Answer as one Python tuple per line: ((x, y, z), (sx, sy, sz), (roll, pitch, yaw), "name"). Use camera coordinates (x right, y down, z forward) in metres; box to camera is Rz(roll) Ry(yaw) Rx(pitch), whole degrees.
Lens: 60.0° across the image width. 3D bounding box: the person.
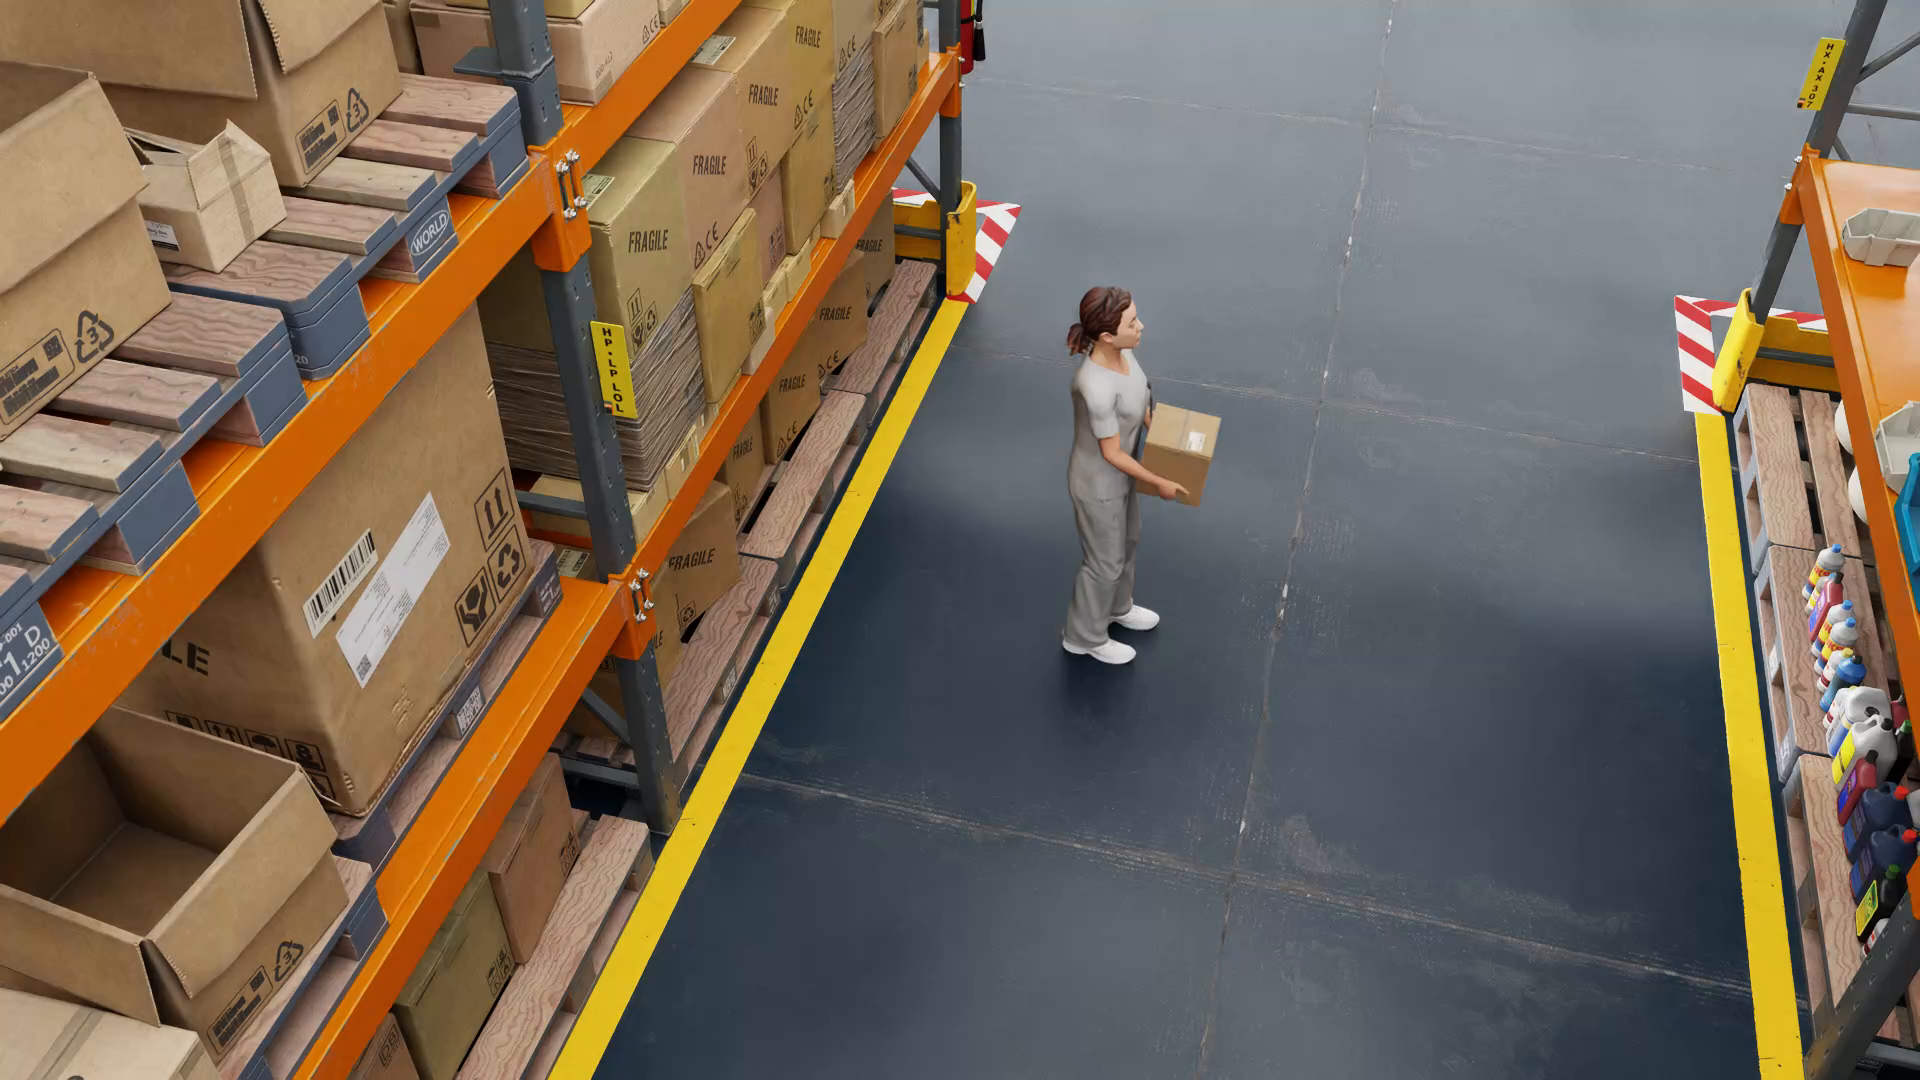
((0.637, -0.238, 6.433), (0.533, 1.670, 0.454), (10, 42, 11), "person")
